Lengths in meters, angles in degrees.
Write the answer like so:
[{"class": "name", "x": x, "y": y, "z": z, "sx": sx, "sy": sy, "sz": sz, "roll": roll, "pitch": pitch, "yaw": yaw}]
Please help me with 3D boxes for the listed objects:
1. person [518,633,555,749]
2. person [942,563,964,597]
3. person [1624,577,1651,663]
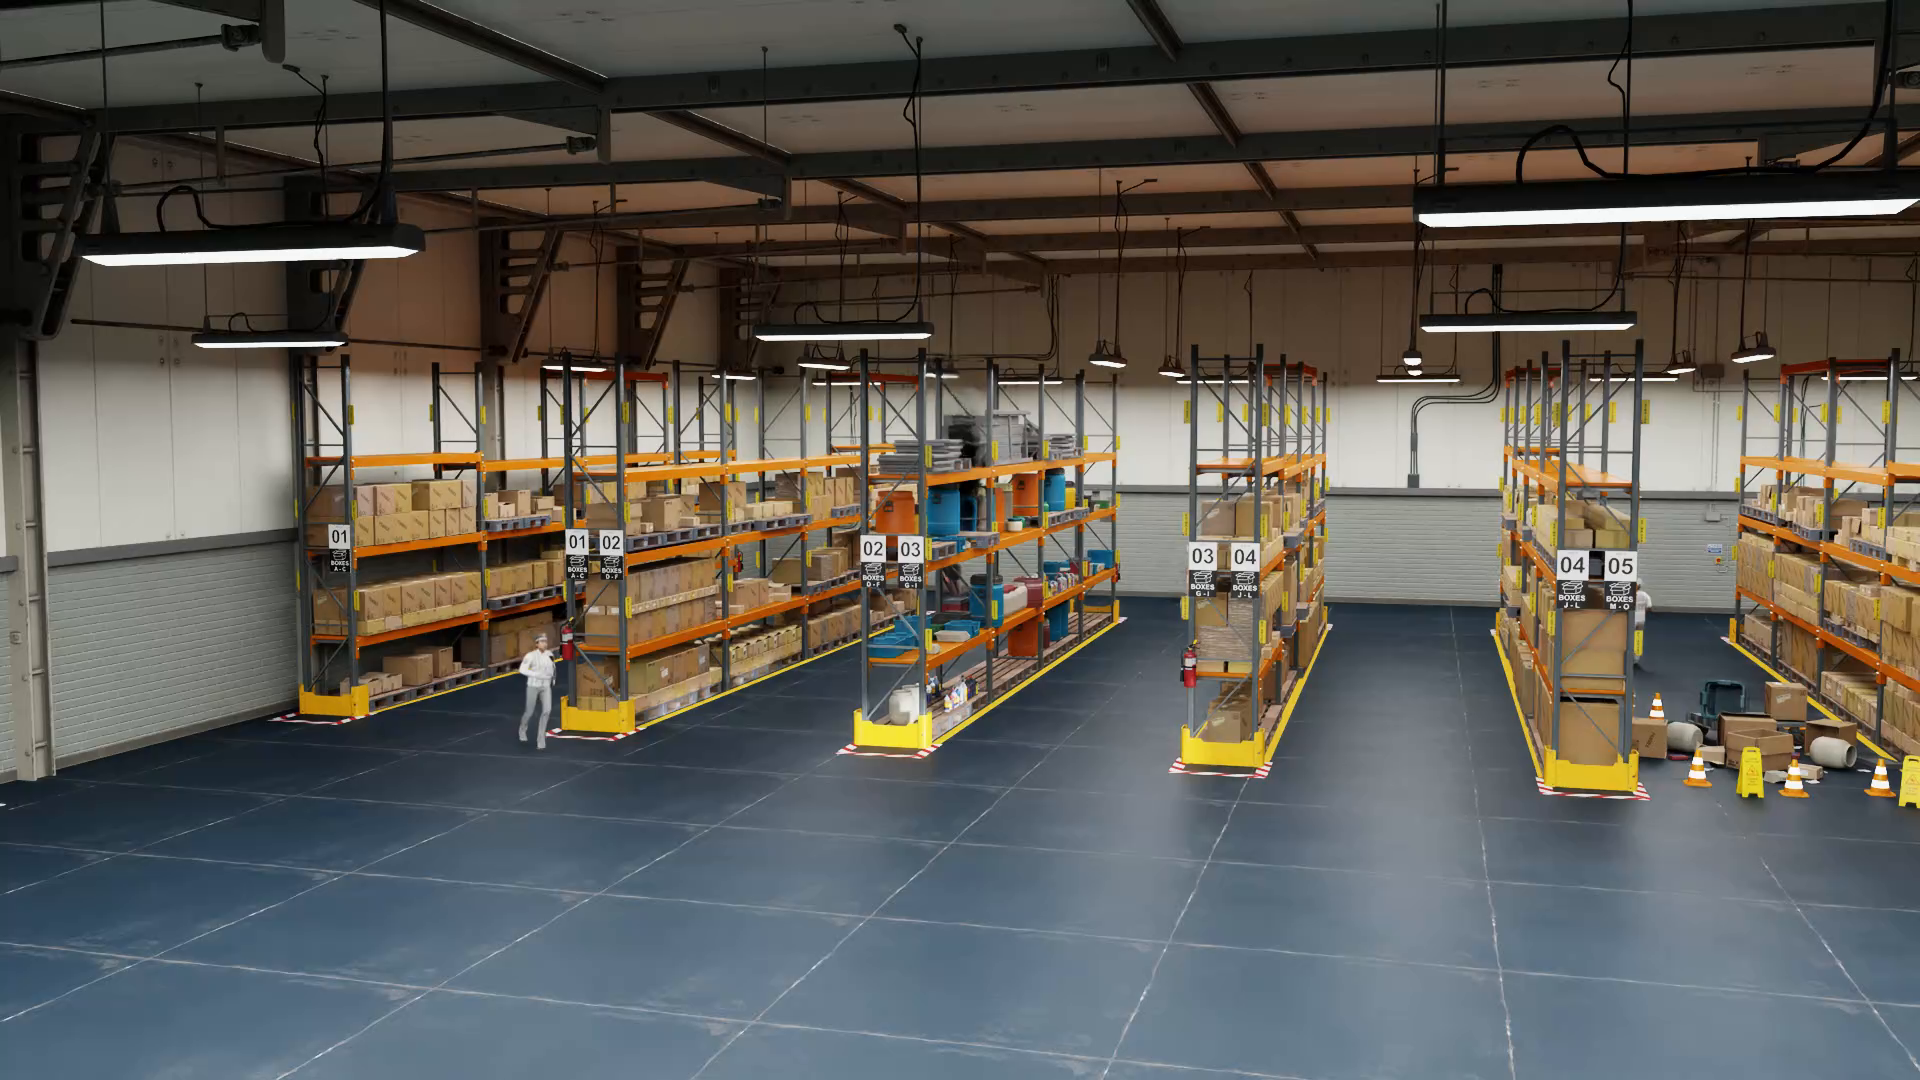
[{"class": "person", "x": -6.386, "y": 2.255, "z": 25.248, "sx": 0.641, "sy": 1.716, "sz": 0.818, "roll": -3, "pitch": 5, "yaw": -36}, {"class": "person", "x": -0.208, "y": 1.033, "z": 42.056, "sx": 0.712, "sy": 1.674, "sz": 0.580, "roll": -3, "pitch": 5, "yaw": -35}, {"class": "person", "x": 13.577, "y": 1.611, "z": 33.558, "sx": 0.651, "sy": 1.743, "sz": 0.607, "roll": 1, "pitch": 4, "yaw": 9}]
